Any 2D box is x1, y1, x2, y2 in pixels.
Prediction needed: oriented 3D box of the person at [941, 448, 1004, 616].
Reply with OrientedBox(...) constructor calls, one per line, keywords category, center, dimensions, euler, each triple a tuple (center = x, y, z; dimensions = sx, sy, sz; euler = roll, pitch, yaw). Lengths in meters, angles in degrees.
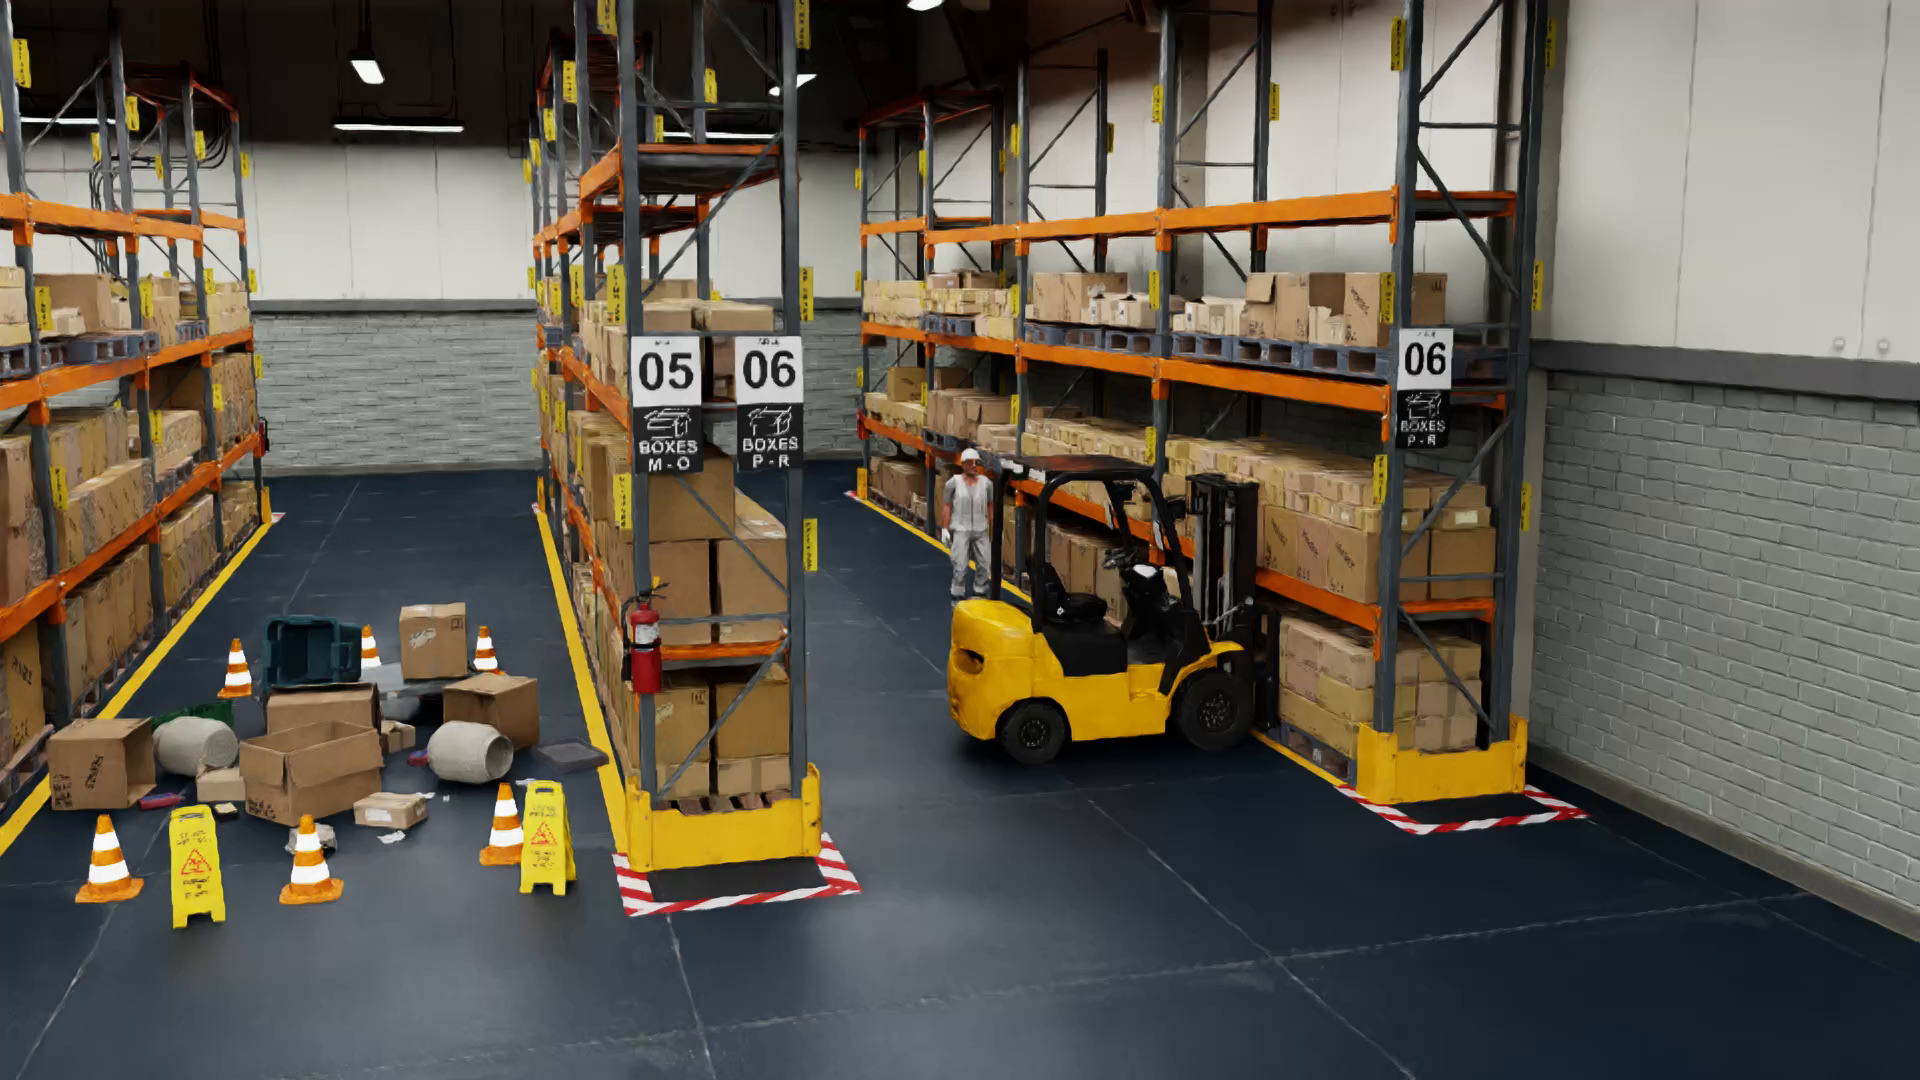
OrientedBox(category="person", center=(0.139, -0.070, 17.320), dimensions=(0.649, 1.773, 0.484), euler=(-2, 9, -15))
